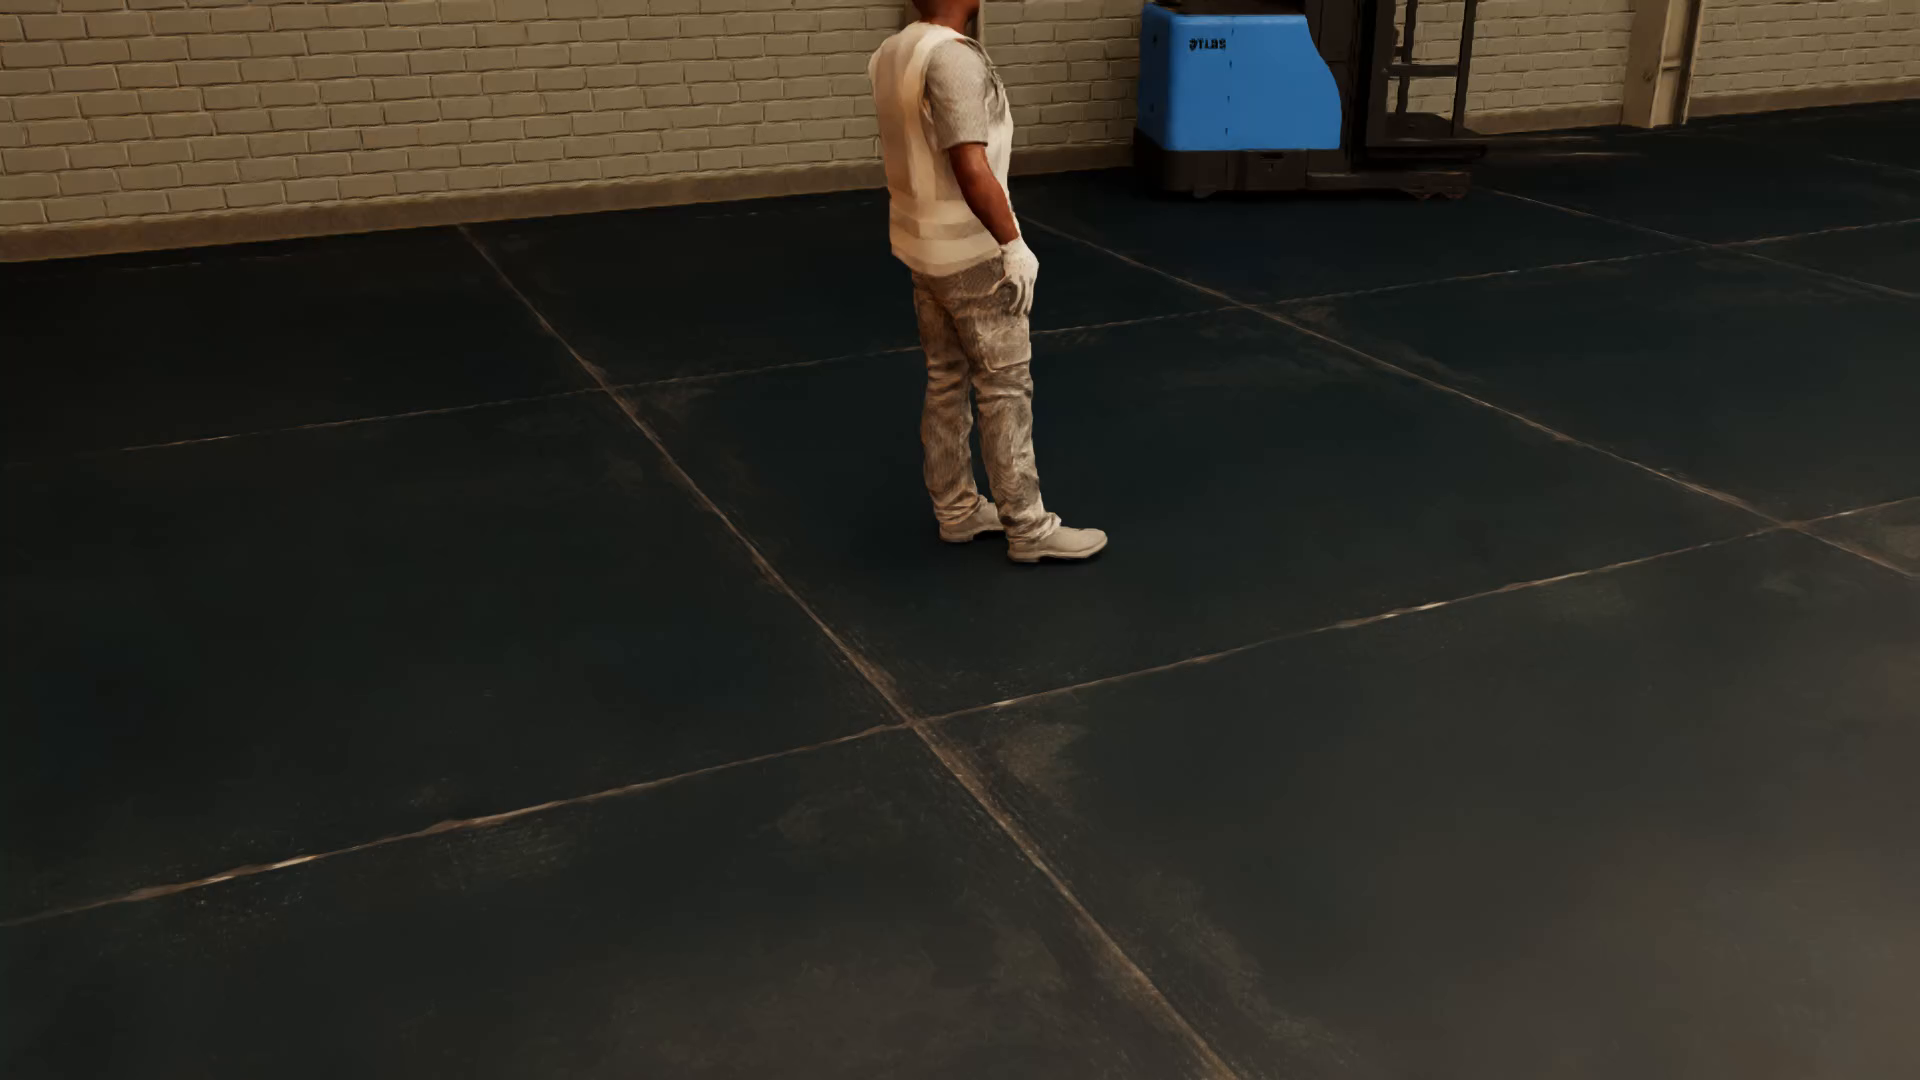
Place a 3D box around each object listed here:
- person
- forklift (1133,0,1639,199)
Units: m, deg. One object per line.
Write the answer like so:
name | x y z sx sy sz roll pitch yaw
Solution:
person | 0.069 -0.839 4.784 0.576 1.782 0.655 -10 25 -23
forklift | 2.670 -3.617 9.993 3.031 2.935 1.130 -2 23 -5
